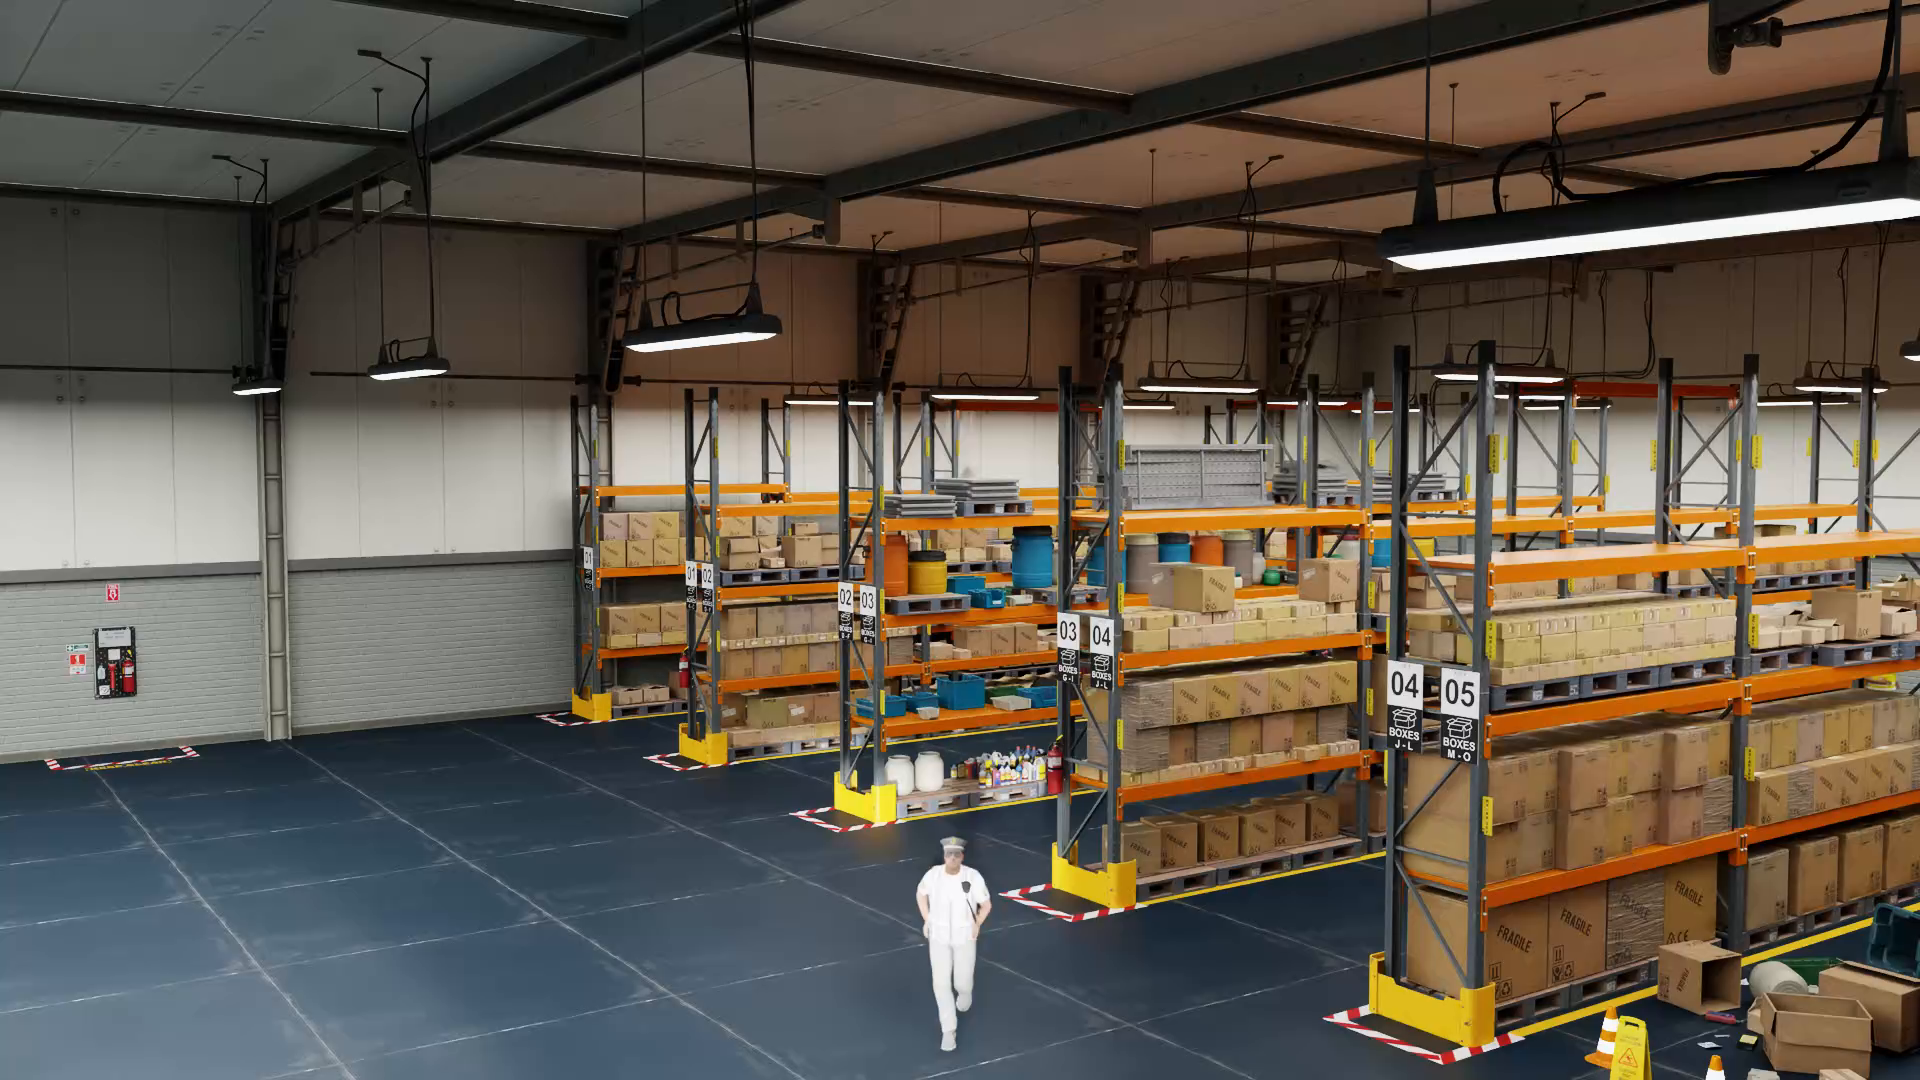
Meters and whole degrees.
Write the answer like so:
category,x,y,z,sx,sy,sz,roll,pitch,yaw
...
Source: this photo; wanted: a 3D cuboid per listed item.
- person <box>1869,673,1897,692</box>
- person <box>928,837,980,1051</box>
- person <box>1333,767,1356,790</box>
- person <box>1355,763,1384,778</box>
category,x,y,z,sx,sy,sz,roll,pitch,yaw
person,15.644,2.479,28.210,0.704,1.538,0.602,-1,4,-14
person,-0.047,3.438,14.415,0.450,1.764,0.809,0,3,4
person,3.075,1.740,30.566,3.931,3.190,12.953,-3,4,-39
person,6.342,3.288,18.063,7.567,1.620,10.280,-3,4,-39
